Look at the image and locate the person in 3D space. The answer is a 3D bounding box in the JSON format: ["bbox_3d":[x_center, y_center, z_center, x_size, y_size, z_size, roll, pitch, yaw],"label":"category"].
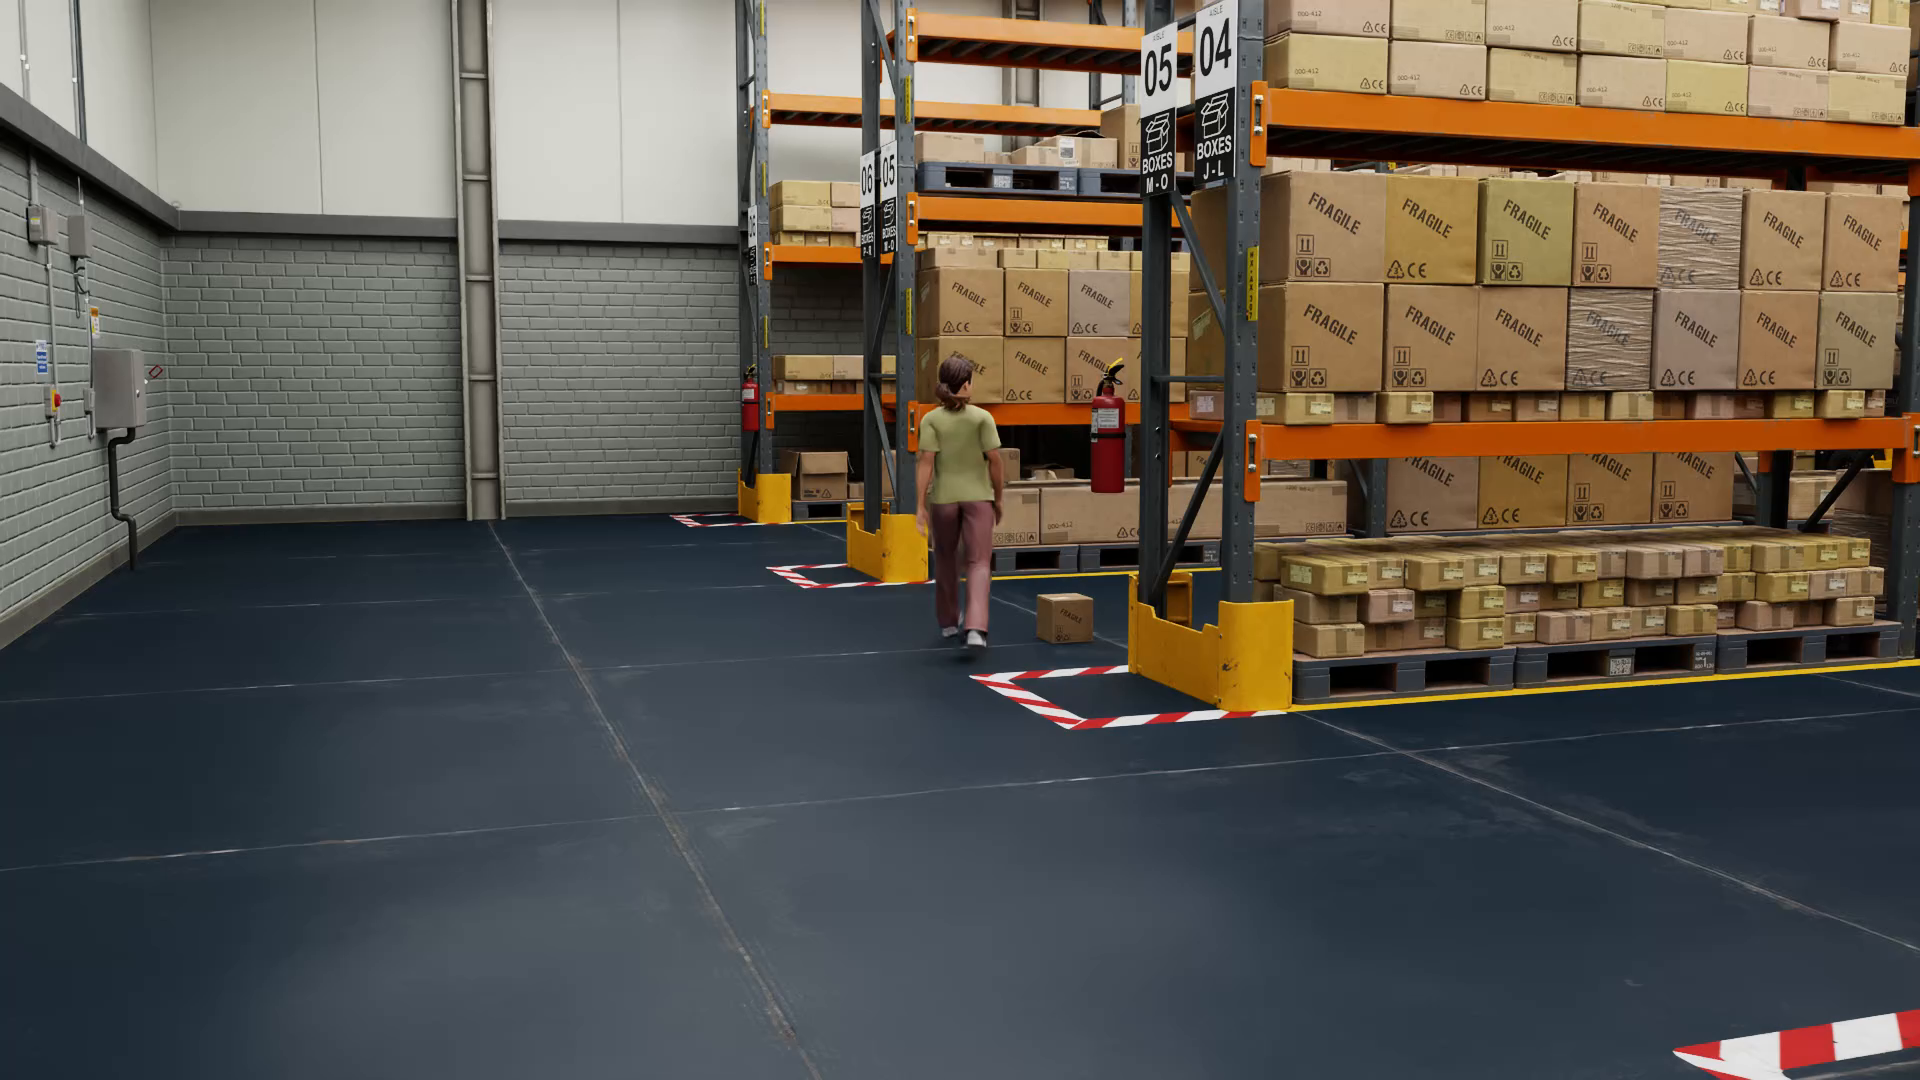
[{"bbox_3d":[0.015,-0.214,9.294,0.464,1.607,1.038,1,6,7],"label":"person"}]
